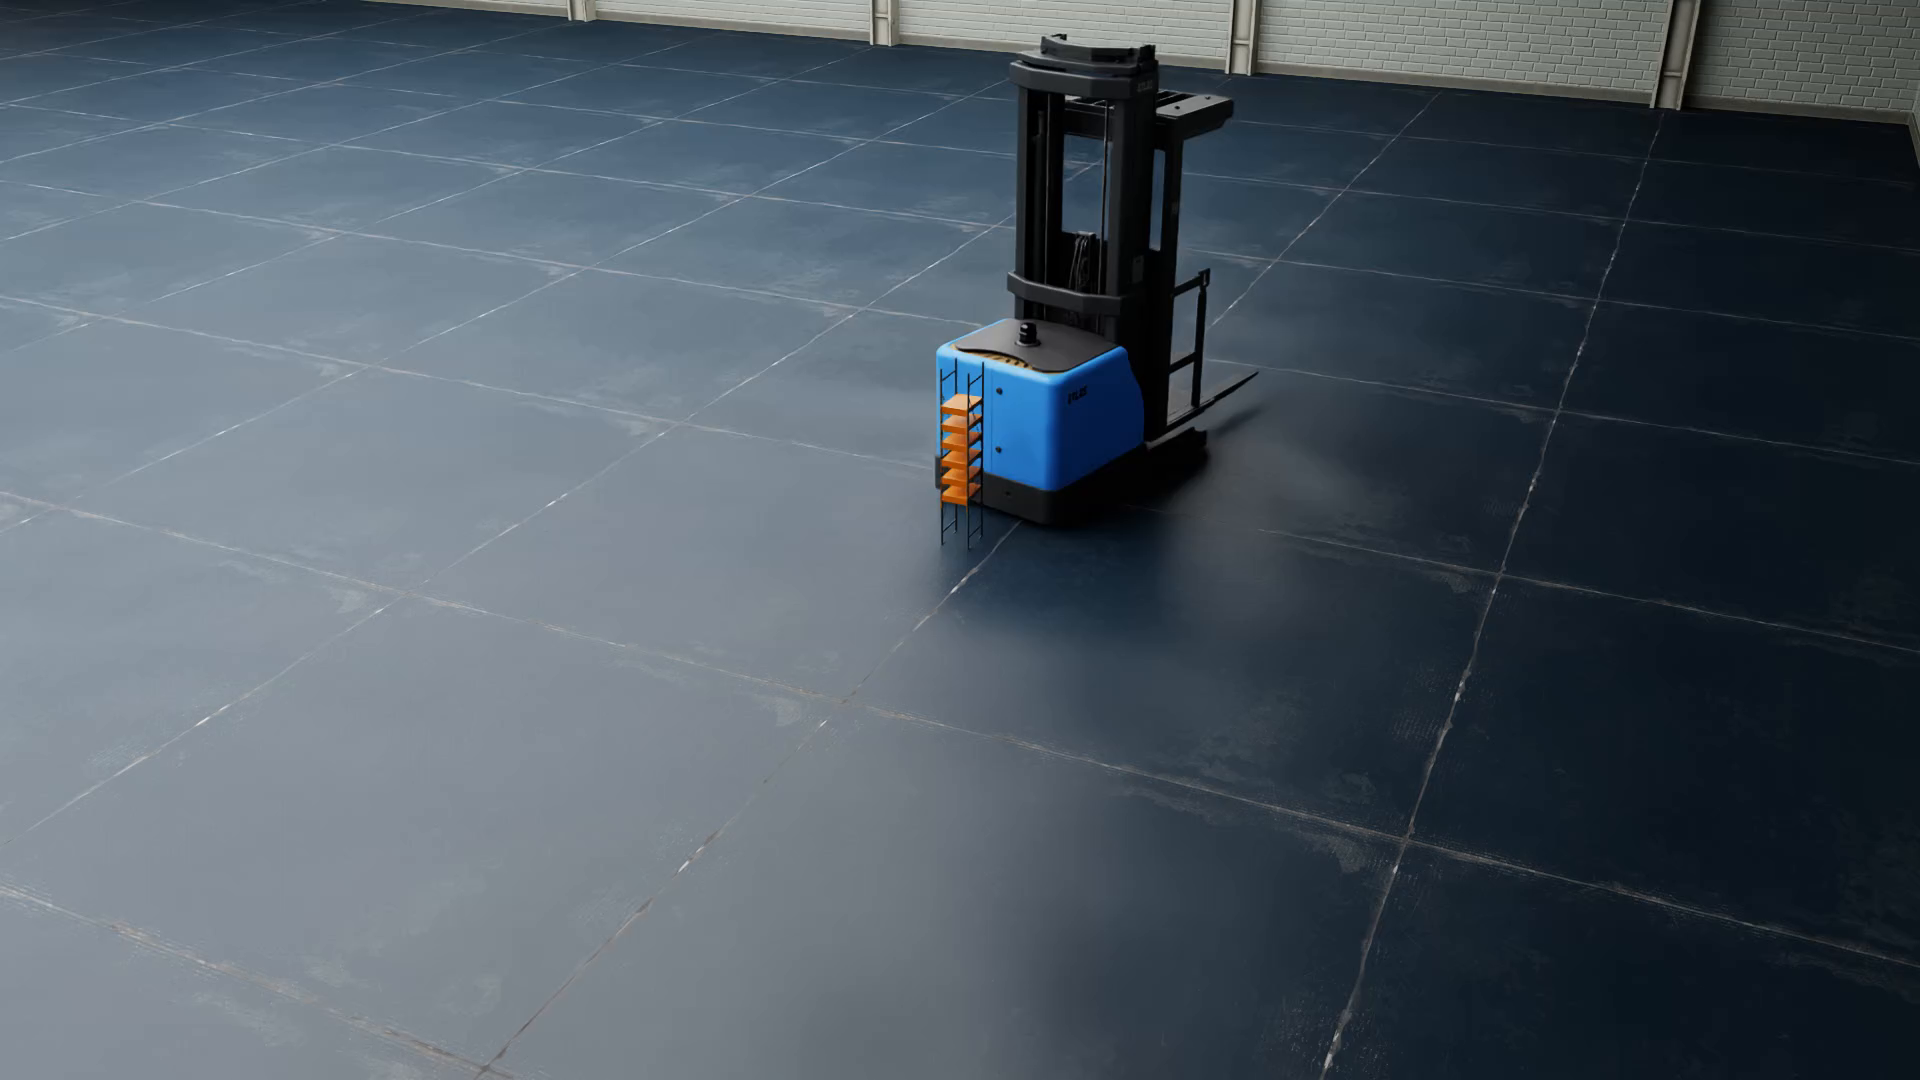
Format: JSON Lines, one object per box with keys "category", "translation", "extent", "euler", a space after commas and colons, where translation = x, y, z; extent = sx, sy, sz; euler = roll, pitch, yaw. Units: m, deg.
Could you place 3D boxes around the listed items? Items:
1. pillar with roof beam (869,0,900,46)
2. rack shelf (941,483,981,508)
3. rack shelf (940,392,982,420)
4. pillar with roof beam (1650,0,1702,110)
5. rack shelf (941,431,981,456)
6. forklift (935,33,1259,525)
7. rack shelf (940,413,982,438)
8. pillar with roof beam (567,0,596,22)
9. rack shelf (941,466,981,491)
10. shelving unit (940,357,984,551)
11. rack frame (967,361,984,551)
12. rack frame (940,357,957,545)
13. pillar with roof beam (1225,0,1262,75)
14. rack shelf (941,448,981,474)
{"category": "pillar with roof beam", "translation": [-3.015, -10.447, 21.781], "extent": [0.400, 9.000, 9.100], "euler": [11, 28, 22]}
{"category": "rack shelf", "translation": [0.013, -0.280, 10.605], "extent": [0.180, 0.103, 0.258], "euler": [11, 28, 22]}
{"category": "rack shelf", "translation": [0.013, -0.819, 10.340], "extent": [0.180, 0.103, 0.258], "euler": [11, 28, 22]}
{"category": "pillar with roof beam", "translation": [7.909, -8.253, 17.325], "extent": [0.400, 9.000, 9.100], "euler": [11, 28, 22]}
{"category": "rack shelf", "translation": [0.013, -0.603, 10.446], "extent": [0.180, 0.103, 0.258], "euler": [11, 28, 22]}
{"category": "forklift", "translation": [1.130, -1.997, 11.488], "extent": [1.130, 2.935, 3.031], "euler": [19, 32, 33]}
{"category": "rack shelf", "translation": [0.013, -0.711, 10.393], "extent": [0.180, 0.103, 0.258], "euler": [11, 28, 22]}
{"category": "pillar with roof beam", "translation": [-8.476, -11.544, 24.010], "extent": [0.400, 9.000, 9.100], "euler": [11, 28, 22]}
{"category": "rack shelf", "translation": [0.013, -0.388, 10.552], "extent": [0.180, 0.103, 0.258], "euler": [11, 28, 22]}
{"category": "shelving unit", "translation": [0.013, -0.536, 10.480], "extent": [0.189, 1.200, 0.258], "euler": [11, 28, 22]}
{"category": "rack frame", "translation": [0.096, -0.519, 10.446], "extent": [0.006, 1.200, 0.240], "euler": [11, 28, 22]}
{"category": "rack frame", "translation": [-0.070, -0.552, 10.514], "extent": [0.006, 1.200, 0.240], "euler": [11, 28, 22]}
{"category": "pillar with roof beam", "translation": [2.447, -9.350, 19.553], "extent": [0.400, 9.000, 9.100], "euler": [11, 28, 22]}
{"category": "rack shelf", "translation": [0.013, -0.496, 10.499], "extent": [0.180, 0.103, 0.258], "euler": [11, 28, 22]}
